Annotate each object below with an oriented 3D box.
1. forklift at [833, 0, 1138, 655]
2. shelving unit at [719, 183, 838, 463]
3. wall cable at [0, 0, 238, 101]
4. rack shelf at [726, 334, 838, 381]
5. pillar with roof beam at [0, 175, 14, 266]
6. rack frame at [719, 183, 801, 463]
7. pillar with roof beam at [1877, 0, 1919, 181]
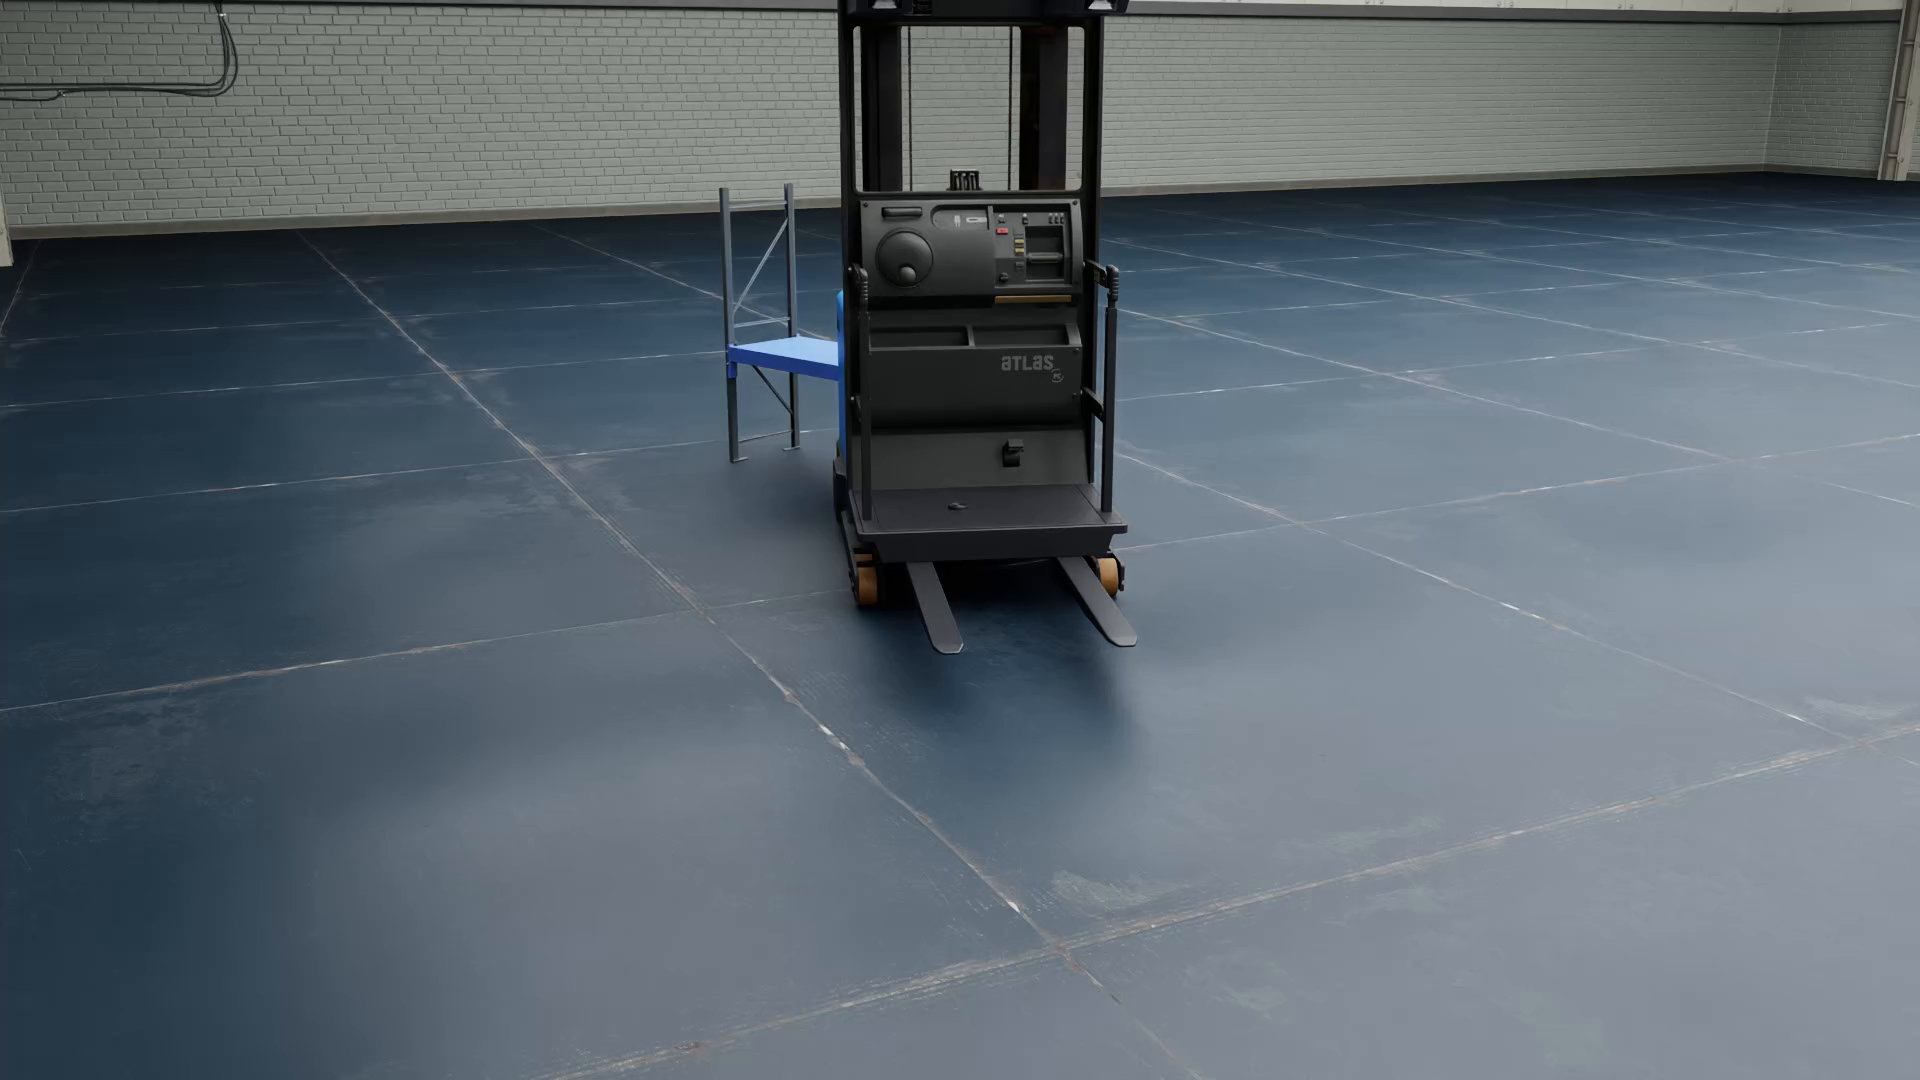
[{"bbox_3d":[0.079,-1.238,6.750,1.130,2.935,3.031,-2,16,-7],"label":"forklift"},{"bbox_3d":[-0.731,-1.109,8.897,1.048,1.500,0.538,14,21,41],"label":"shelving unit"},{"bbox_3d":[-10.715,-6.758,20.615,3.097,2.526,0.112,-8,18,-25],"label":"wall cable"},{"bbox_3d":[-0.731,-0.936,8.947,1.000,0.185,0.538,14,21,41],"label":"rack shelf"},{"bbox_3d":[-6.743,-7.880,18.897,9.100,9.000,0.400,-8,18,-25],"label":"pillar with roof beam"},{"bbox_3d":[-1.103,-1.205,9.231,0.032,1.500,0.500,14,21,41],"label":"rack frame"},{"bbox_3d":[13.834,-10.646,28.536,9.100,9.000,0.400,-8,18,-25],"label":"pillar with roof beam"}]
